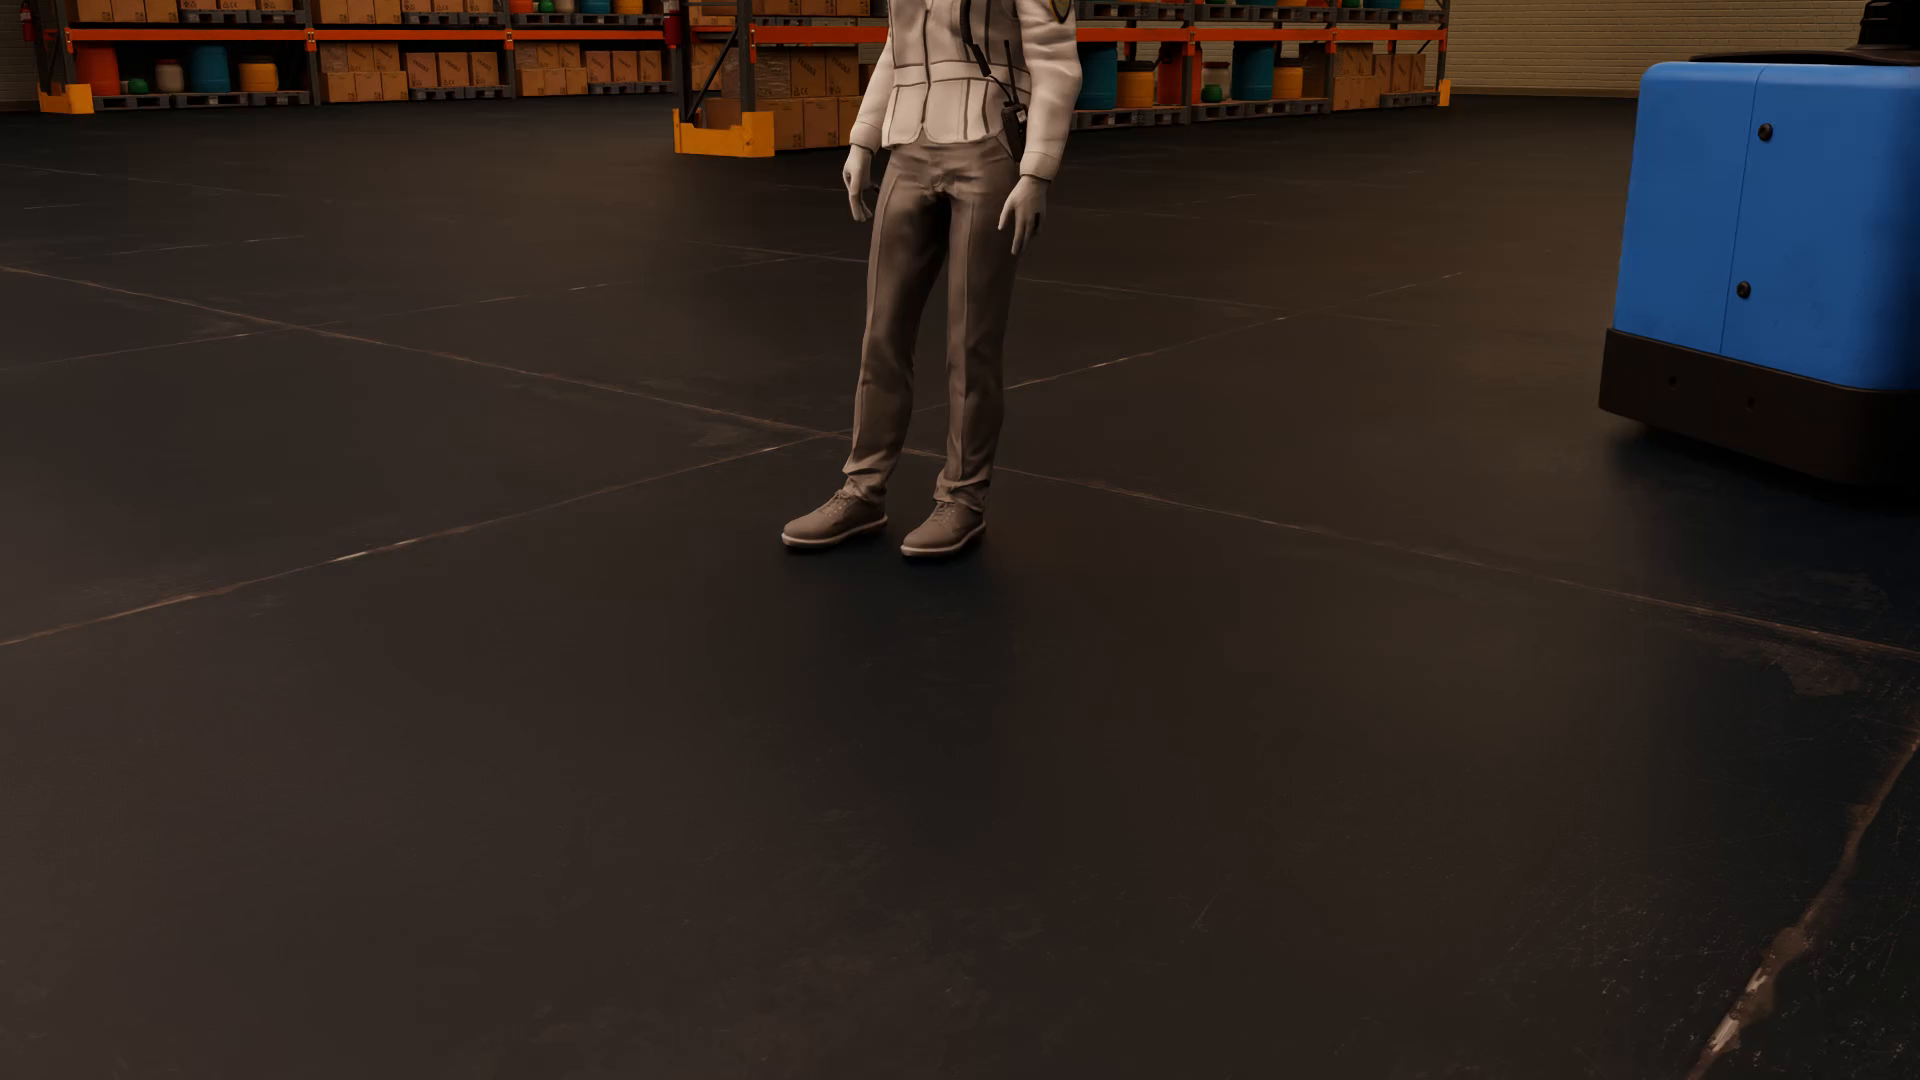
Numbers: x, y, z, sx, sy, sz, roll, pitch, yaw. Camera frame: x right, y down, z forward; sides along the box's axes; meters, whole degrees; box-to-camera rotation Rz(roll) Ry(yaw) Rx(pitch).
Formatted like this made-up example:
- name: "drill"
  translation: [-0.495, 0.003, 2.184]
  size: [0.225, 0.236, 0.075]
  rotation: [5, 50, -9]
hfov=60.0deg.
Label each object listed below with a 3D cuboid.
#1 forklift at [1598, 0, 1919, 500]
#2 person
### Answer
- name: "forklift"
  translation: [3.497, -1.734, 4.607]
  size: [3.031, 2.935, 1.130]
  rotation: [-5, 18, -17]
- name: "person"
  translation: [-0.049, -0.804, 3.648]
  size: [0.586, 1.694, 0.532]
  rotation: [13, 21, 37]
